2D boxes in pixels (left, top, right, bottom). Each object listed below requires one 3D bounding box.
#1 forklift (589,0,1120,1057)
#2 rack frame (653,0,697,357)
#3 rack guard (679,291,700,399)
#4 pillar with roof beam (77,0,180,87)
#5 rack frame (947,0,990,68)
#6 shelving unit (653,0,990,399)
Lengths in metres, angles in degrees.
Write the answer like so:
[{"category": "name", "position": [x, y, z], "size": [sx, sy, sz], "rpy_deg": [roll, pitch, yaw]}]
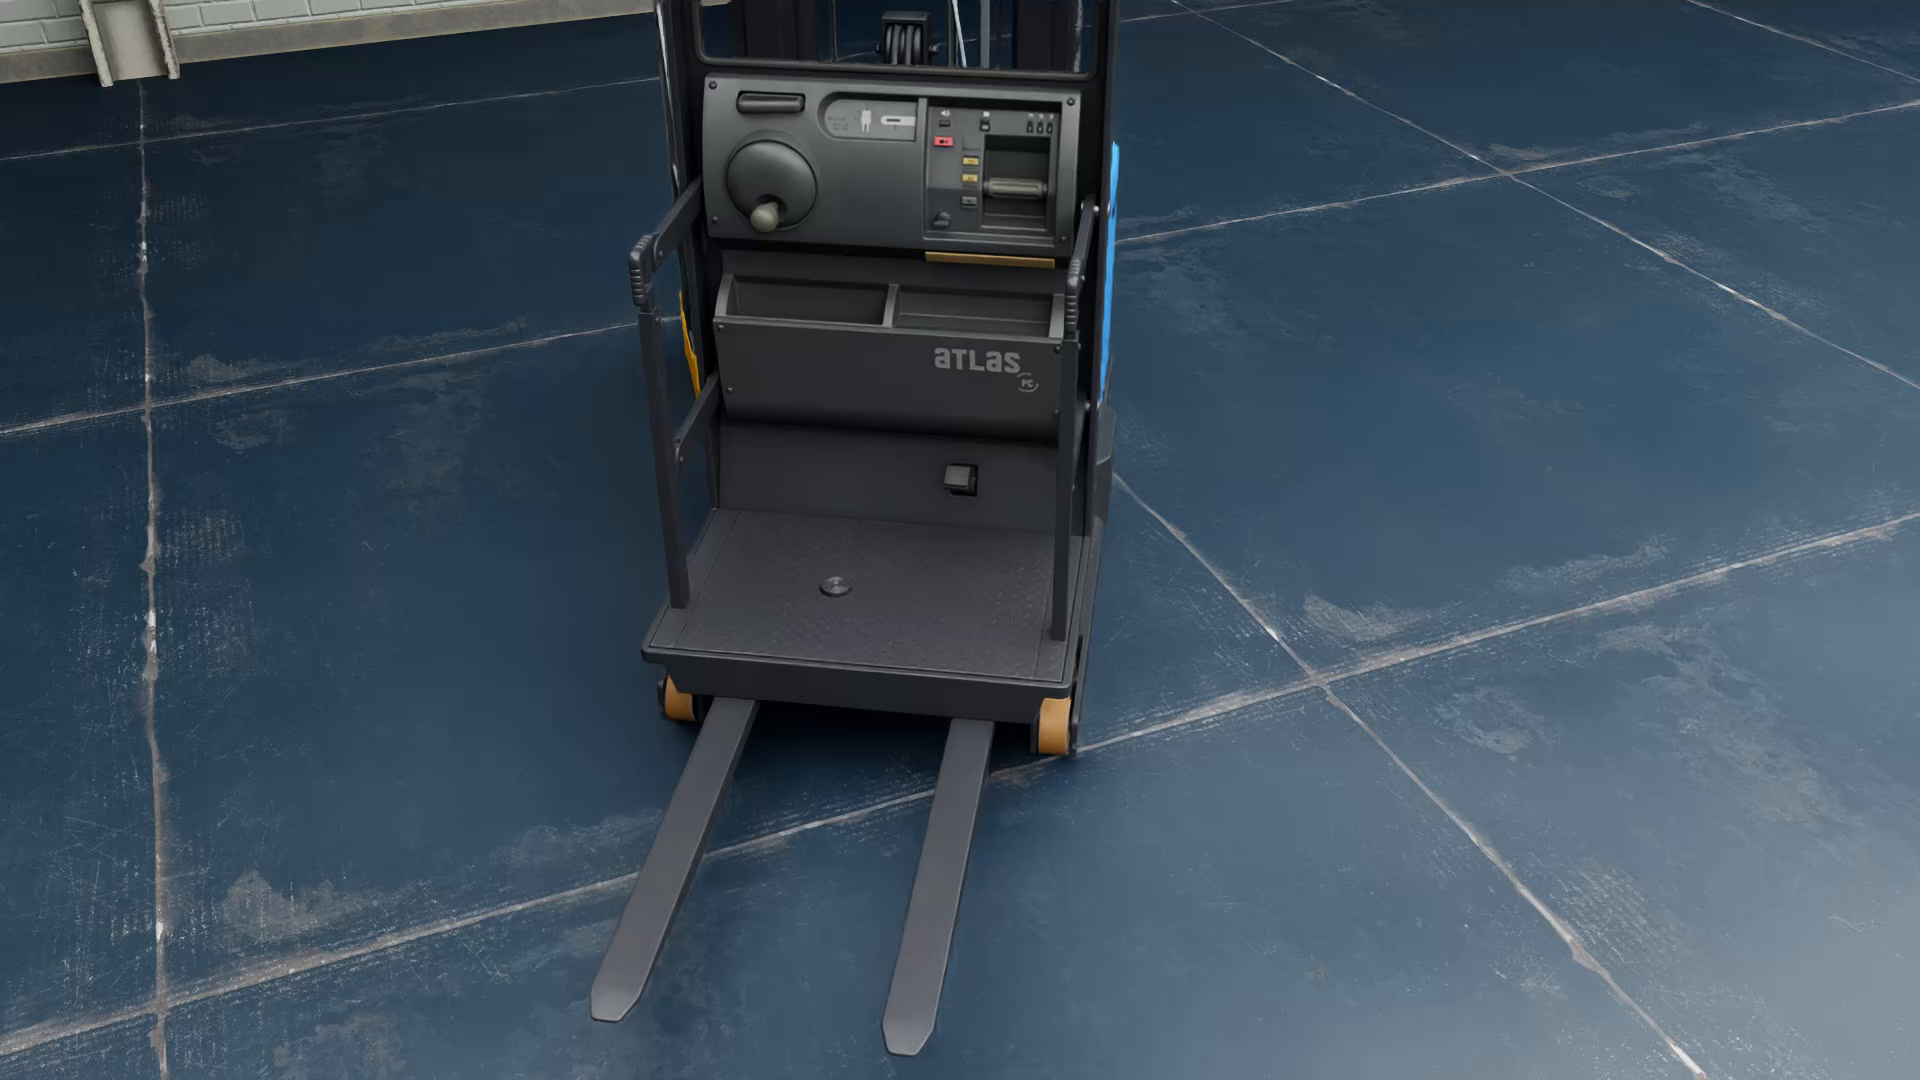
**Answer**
[{"category": "forklift", "position": [-0.202, -0.867, 3.896], "size": [1.130, 2.935, 3.031], "rpy_deg": [4, 33, 7]}, {"category": "rack frame", "position": [-0.963, -1.203, 5.723], "size": [0.032, 1.500, 0.500], "rpy_deg": [-7, 34, -11]}, {"category": "rack guard", "position": [-0.944, -0.681, 6.068], "size": [0.087, 0.250, 0.587], "rpy_deg": [-7, 34, -11]}, {"category": "pillar with roof beam", "position": [-2.875, -4.189, 3.437], "size": [0.400, 9.000, 9.100], "rpy_deg": [-13, 35, -19]}, {"category": "rack frame", "position": [0.026, -1.332, 5.922], "size": [0.032, 1.500, 0.500], "rpy_deg": [-7, 34, -11]}, {"category": "shelving unit", "position": [-0.460, -1.268, 5.824], "size": [1.083, 1.500, 0.587], "rpy_deg": [-7, 34, -11]}]
